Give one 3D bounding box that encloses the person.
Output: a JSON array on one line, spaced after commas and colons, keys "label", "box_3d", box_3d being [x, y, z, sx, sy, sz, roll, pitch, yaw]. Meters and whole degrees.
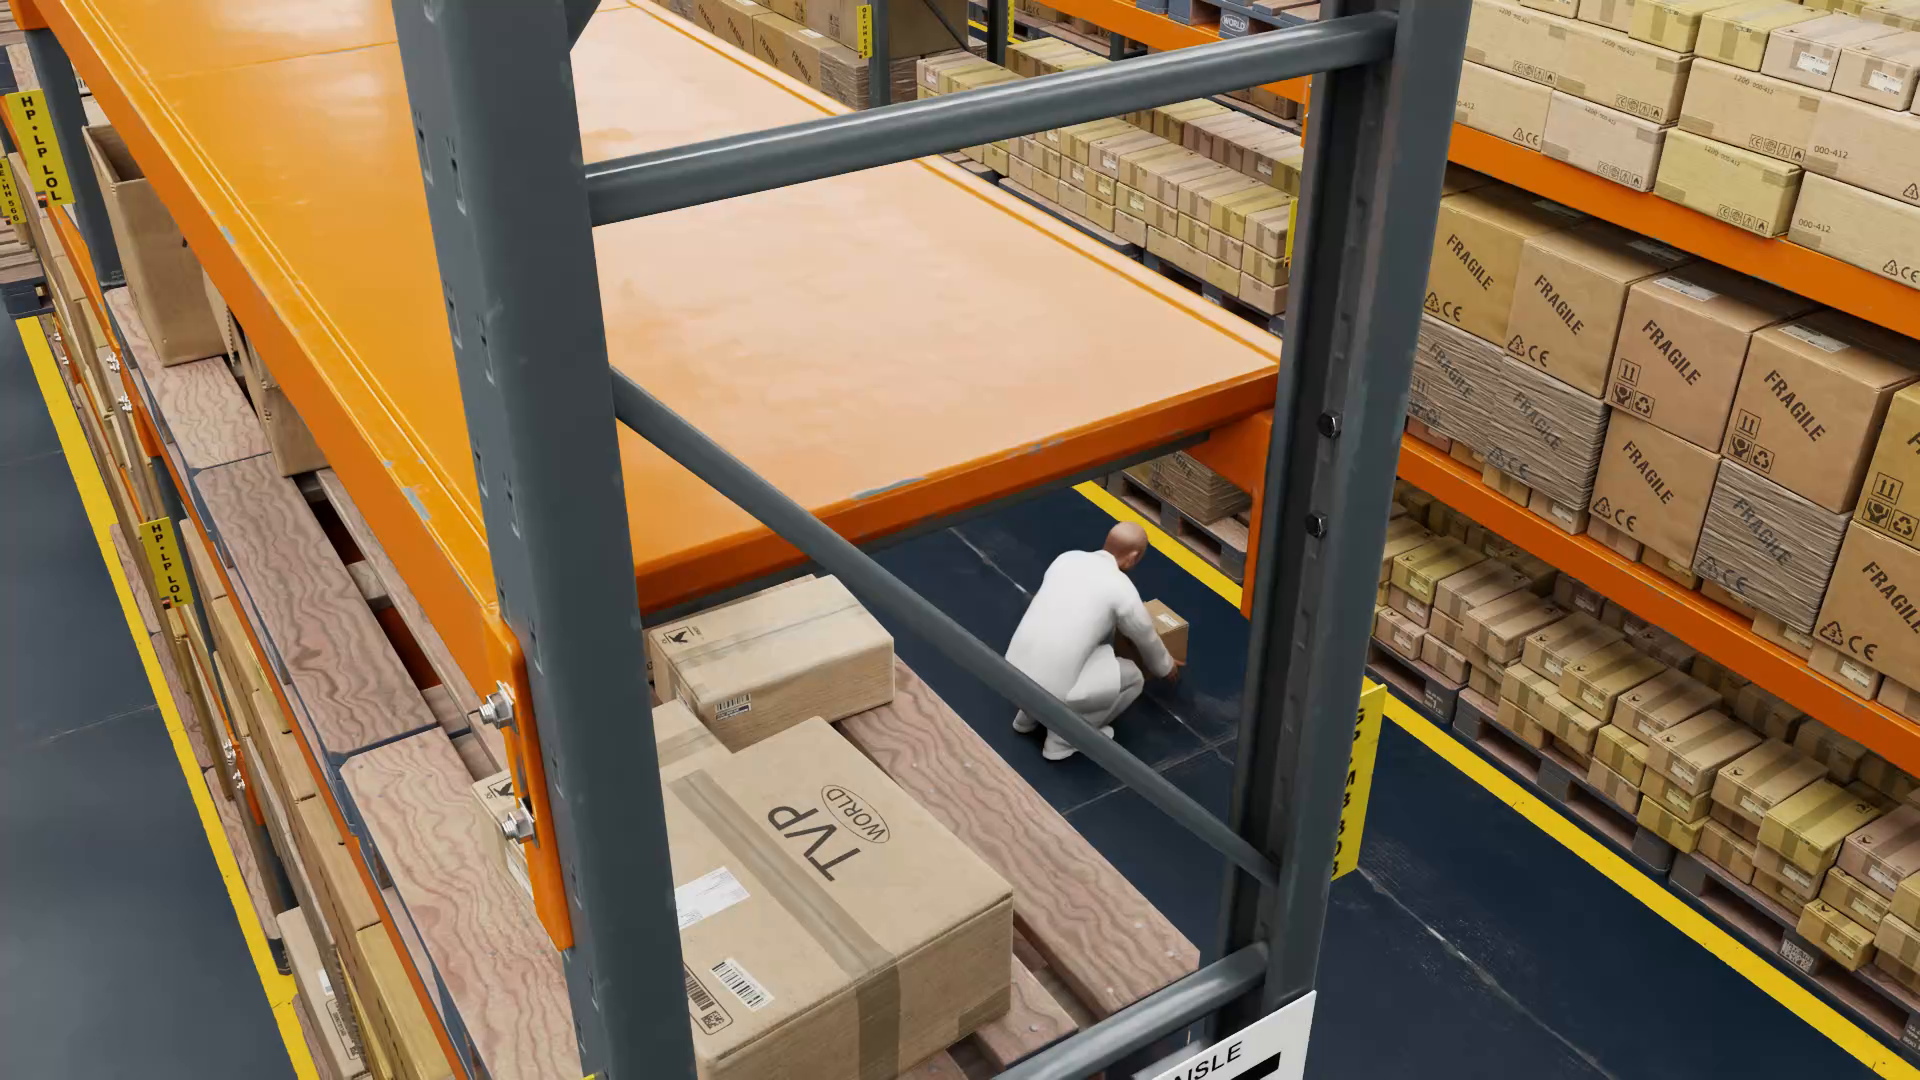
[{"label": "person", "box_3d": [0.616, 0.439, 7.694, 0.922, 0.996, 0.589, -19, 37, -28]}]
